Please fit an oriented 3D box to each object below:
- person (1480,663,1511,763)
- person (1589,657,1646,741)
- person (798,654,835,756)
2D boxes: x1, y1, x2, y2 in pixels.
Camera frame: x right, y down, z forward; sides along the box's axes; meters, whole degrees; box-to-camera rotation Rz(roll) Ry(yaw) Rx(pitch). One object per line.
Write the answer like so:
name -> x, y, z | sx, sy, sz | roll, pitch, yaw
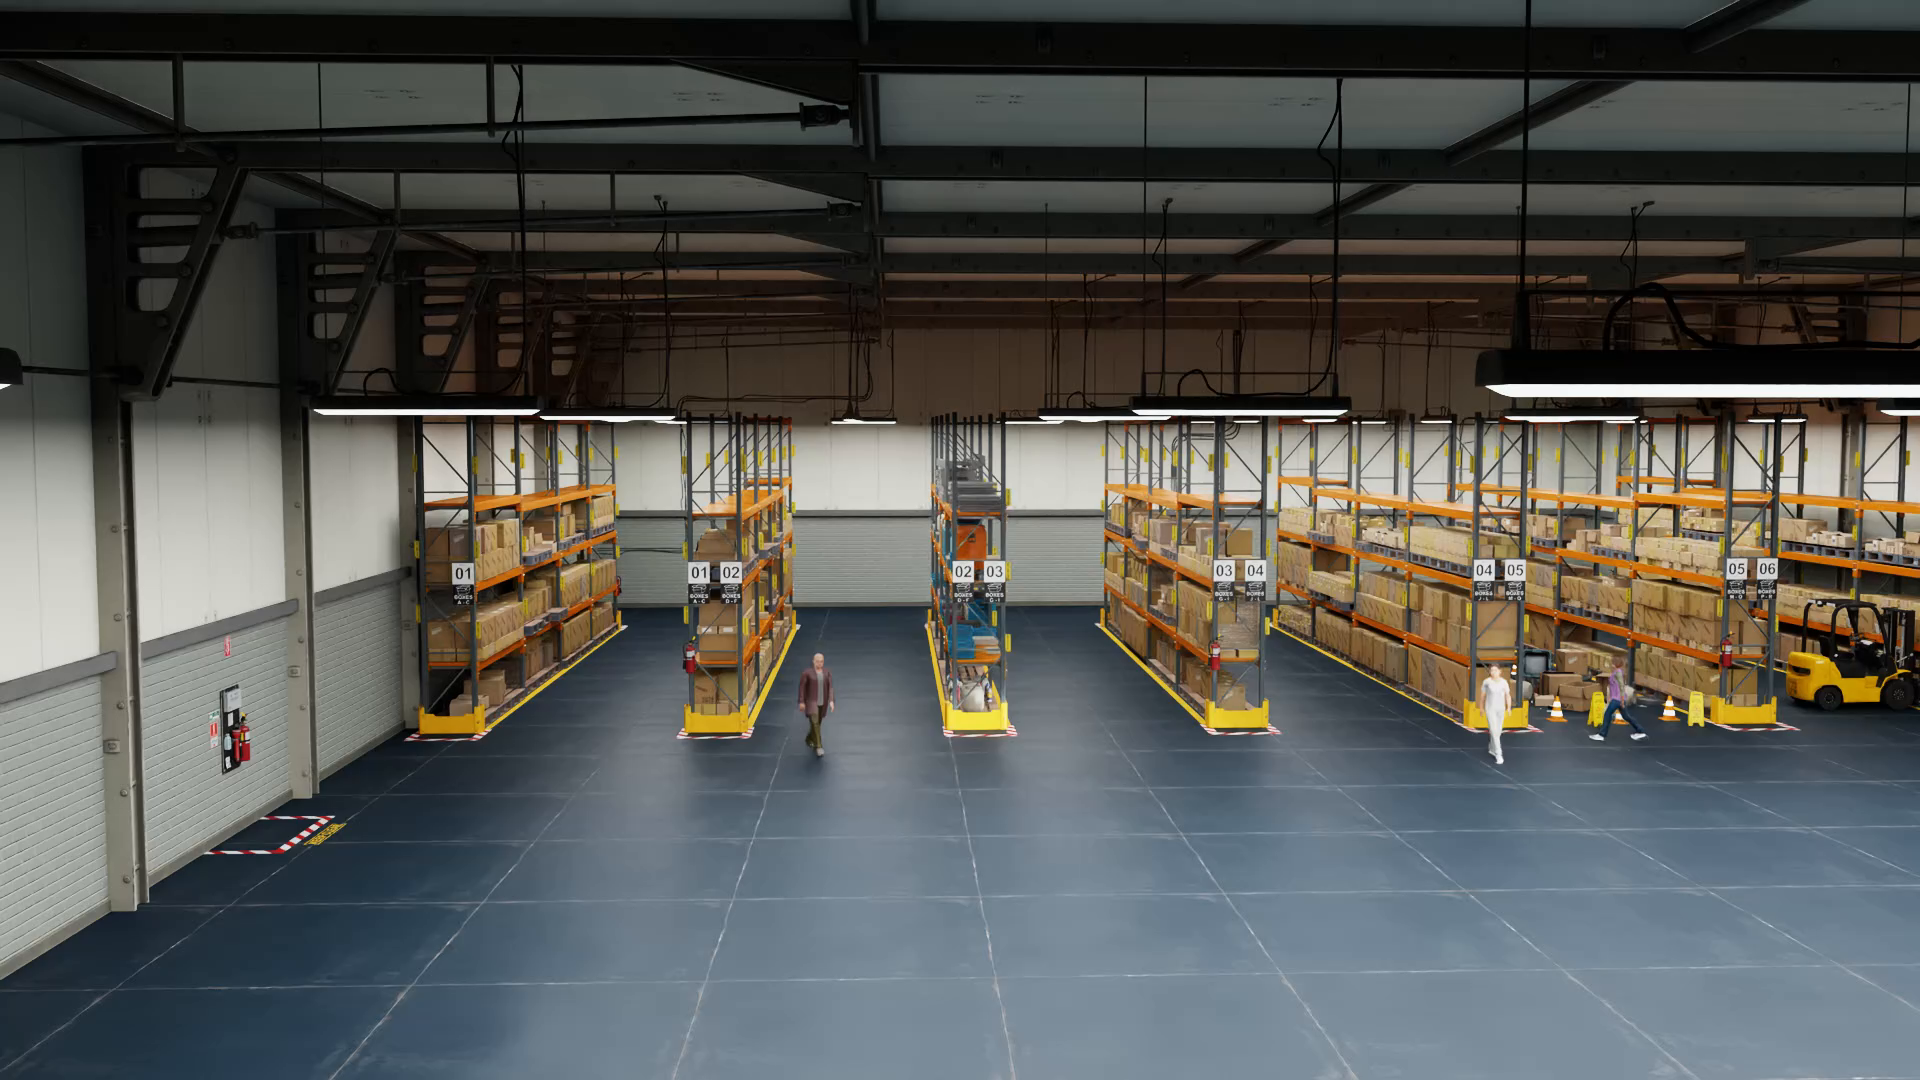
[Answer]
person -> 9.227, 2.932, 28.563 | 0.468, 1.632, 0.837 | 0, 4, -2
person -> 11.956, 2.881, 30.197 | 0.982, 1.542, 0.424 | 1, 4, 16
person -> -2.485, 2.851, 29.075 | 0.594, 1.727, 1.058 | -3, 5, -36
